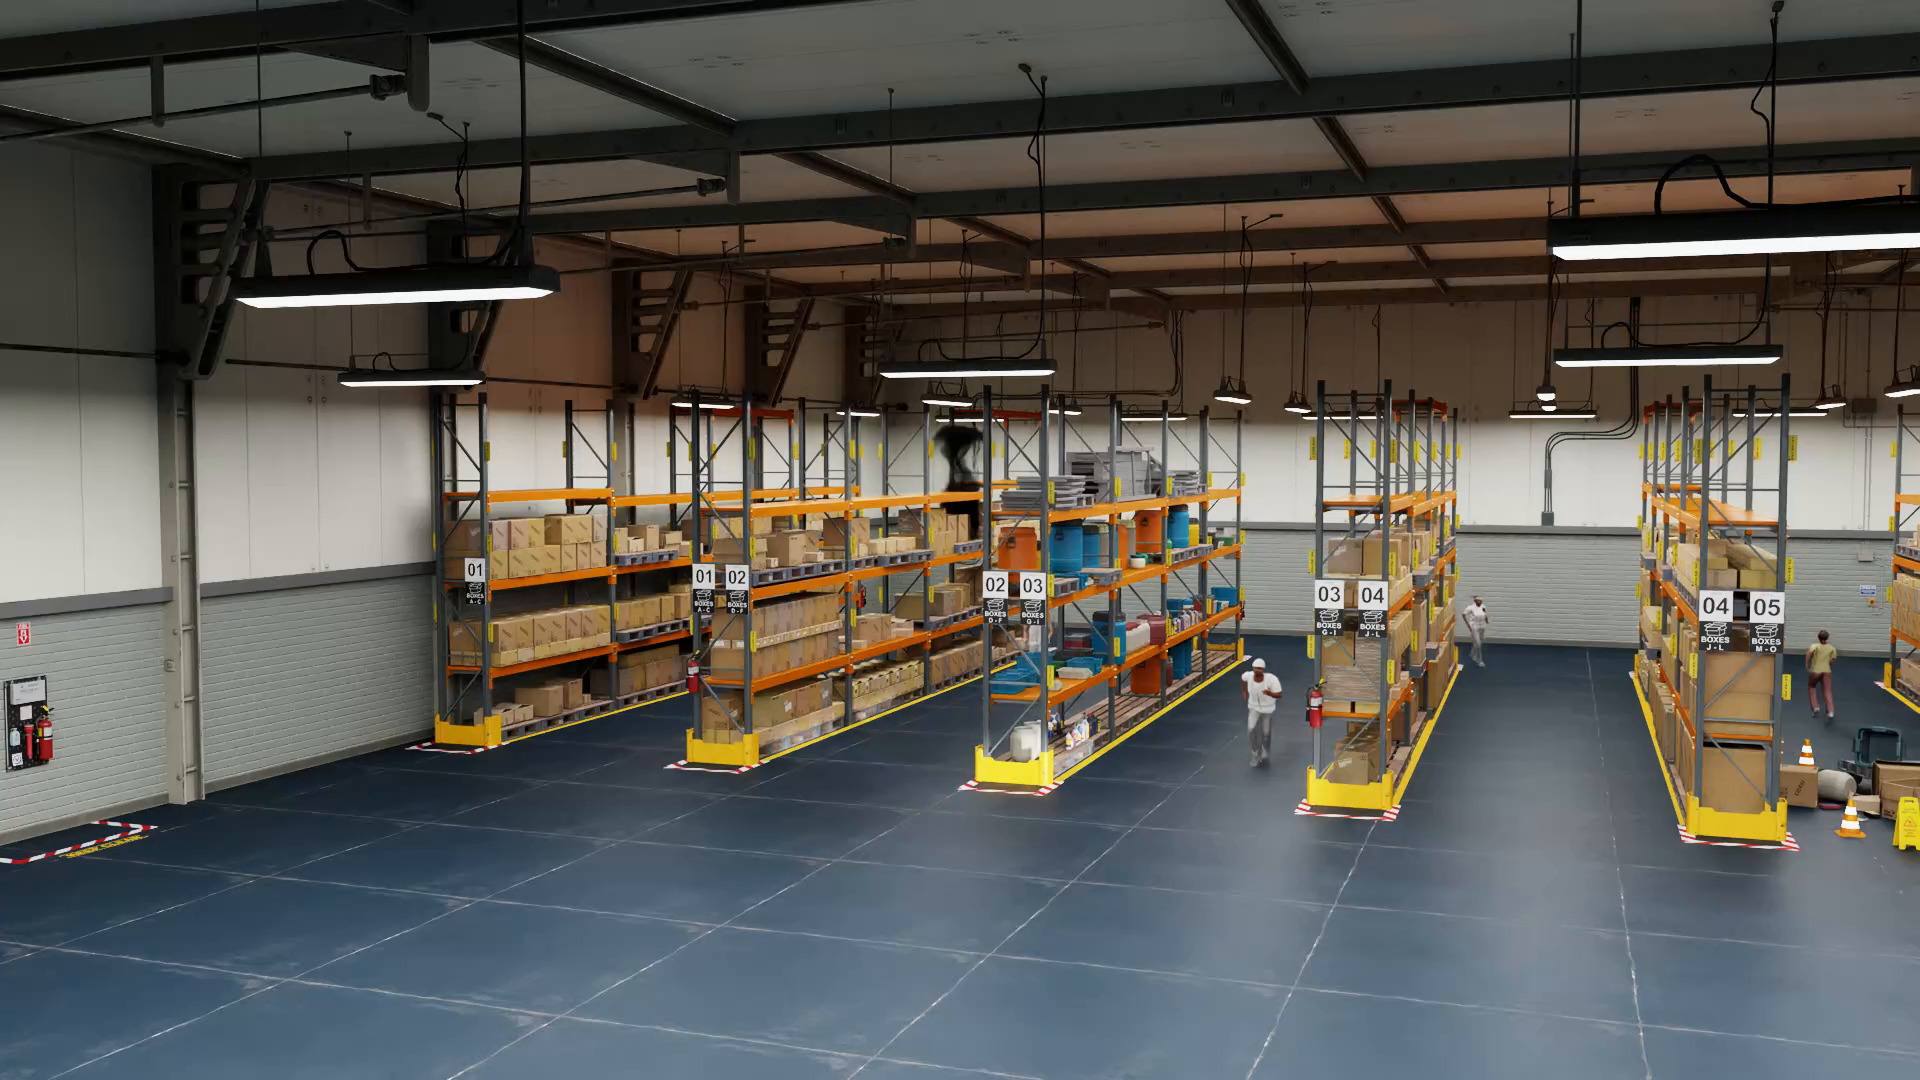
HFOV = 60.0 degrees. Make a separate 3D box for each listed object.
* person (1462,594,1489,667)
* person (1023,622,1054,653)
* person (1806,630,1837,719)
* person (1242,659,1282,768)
[{"bbox_3d":[12.058,2.100,38.948,0.584,1.711,0.801,-1,3,-14],"label":"person"},{"bbox_3d":[1.664,2.249,35.496,0.658,1.743,0.632,0,3,6],"label":"person"},{"bbox_3d":[15.995,2.525,30.893,0.579,1.692,0.846,1,3,15],"label":"person"},{"bbox_3d":[4.797,2.733,26.467,0.686,1.746,0.937,1,3,18],"label":"person"}]
